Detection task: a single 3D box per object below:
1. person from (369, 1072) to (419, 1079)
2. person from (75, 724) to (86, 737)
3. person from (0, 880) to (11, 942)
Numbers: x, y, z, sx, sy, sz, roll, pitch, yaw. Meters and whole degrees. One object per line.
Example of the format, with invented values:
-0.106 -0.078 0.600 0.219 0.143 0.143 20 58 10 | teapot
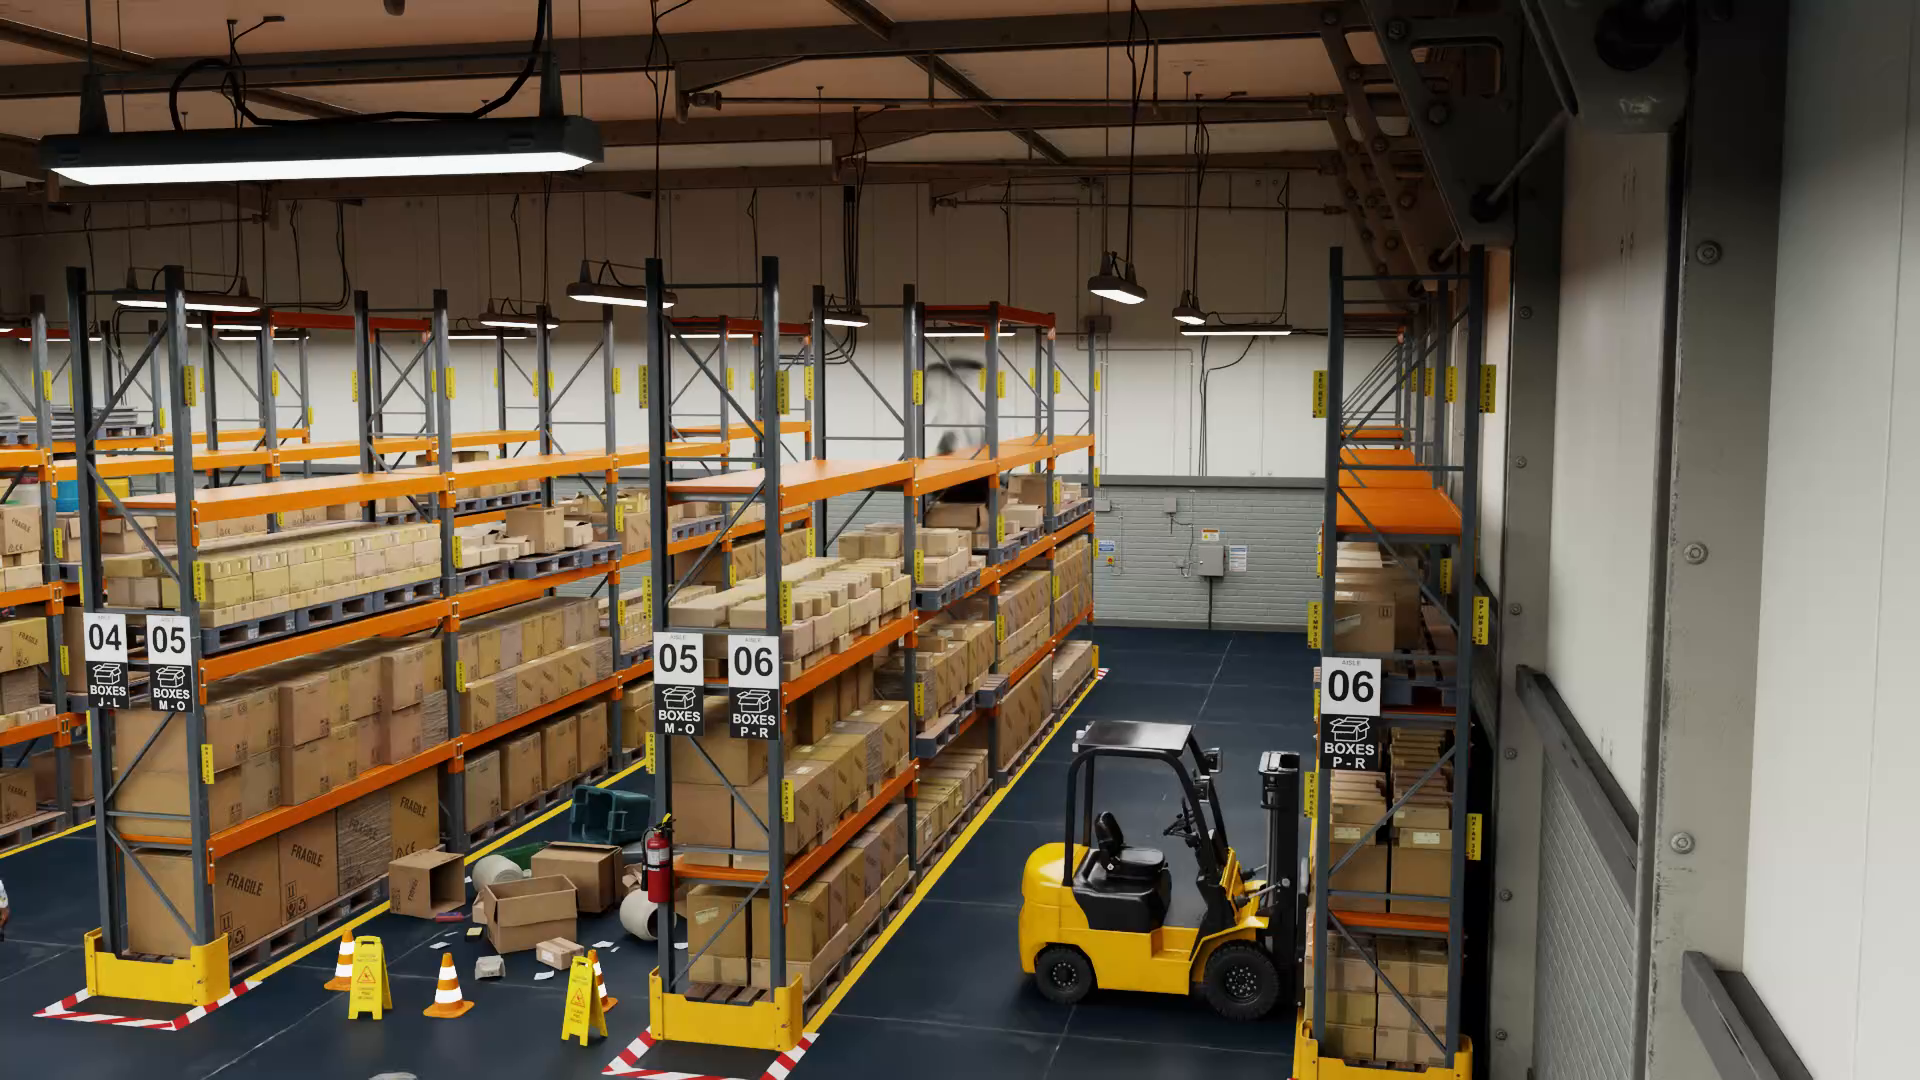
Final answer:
-2.933 3.509 8.940 0.657 1.623 0.959 -1 6 -8 | person
-12.474 1.891 23.758 0.681 1.793 0.831 1 6 9 | person
-7.391 3.070 12.437 0.652 1.674 0.554 5 8 40 | person
